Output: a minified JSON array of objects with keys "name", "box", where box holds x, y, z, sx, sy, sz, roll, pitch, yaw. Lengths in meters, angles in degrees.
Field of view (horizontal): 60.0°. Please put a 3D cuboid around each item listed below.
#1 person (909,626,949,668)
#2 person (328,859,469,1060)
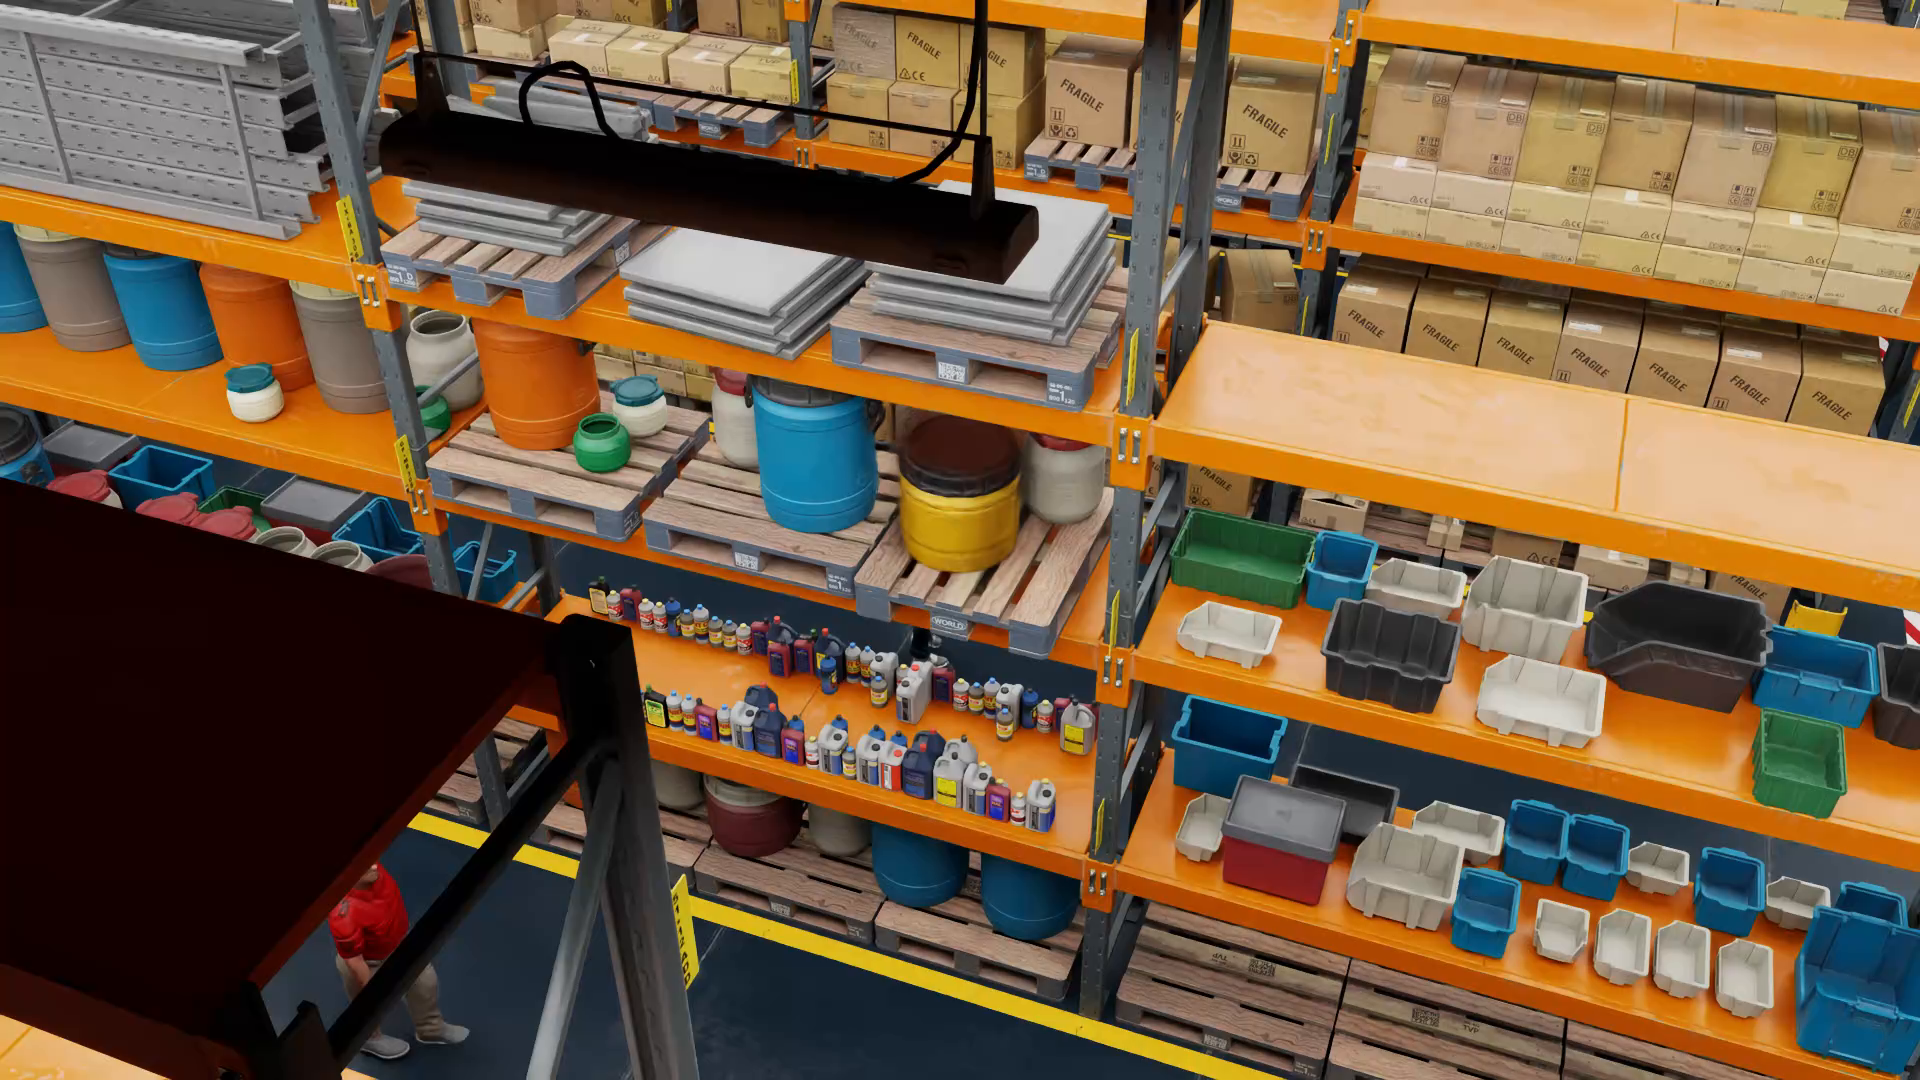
[{"name":"person","box":[-0.202,0.270,11.674,0.367,1.598,0.484,8,37,11]},{"name":"person","box":[-3.151,2.259,8.950,0.599,1.785,0.550,9,37,12]}]
